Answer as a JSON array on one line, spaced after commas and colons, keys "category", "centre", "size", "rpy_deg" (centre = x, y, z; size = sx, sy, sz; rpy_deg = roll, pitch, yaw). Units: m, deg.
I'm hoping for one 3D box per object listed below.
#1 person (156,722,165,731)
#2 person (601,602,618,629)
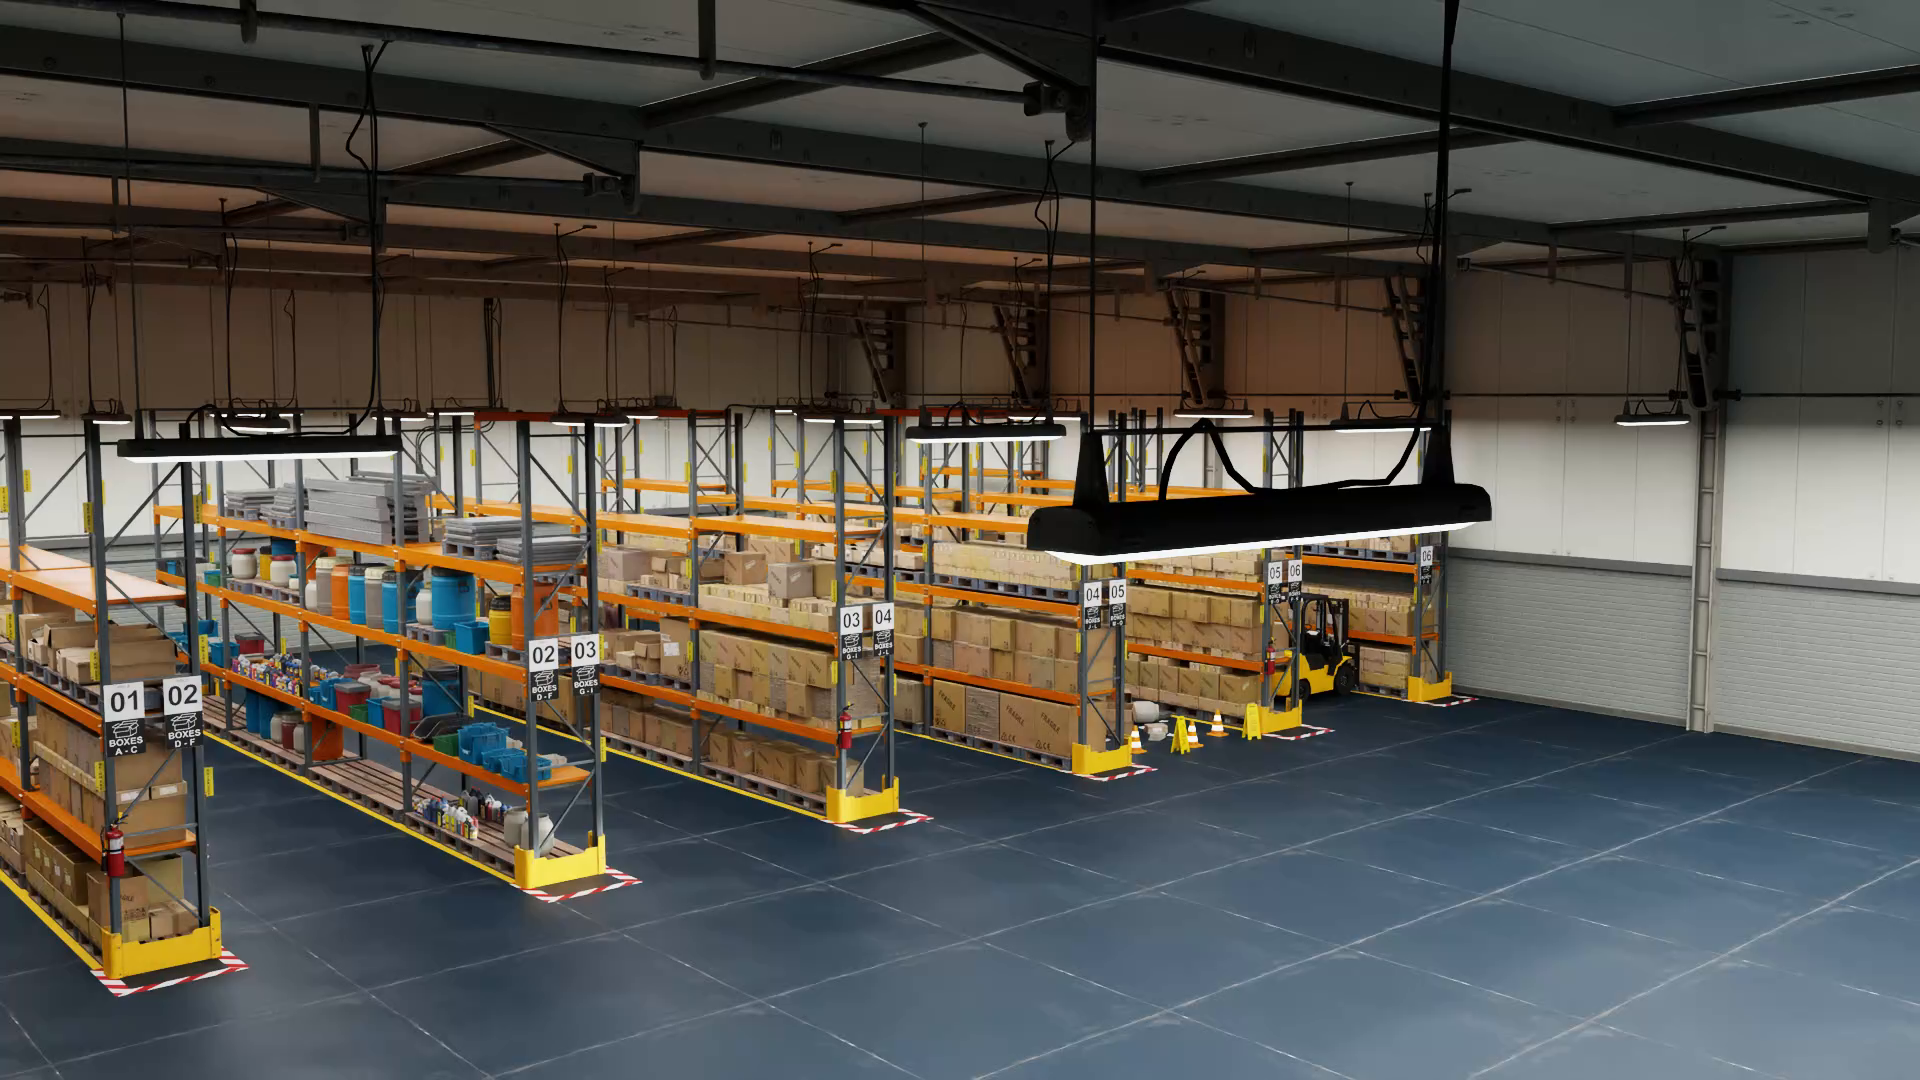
[{"category": "person", "centre": [-14.289, 2.846, 29.960], "size": [0.452, 1.800, 0.614], "rpy_deg": [2, 5, 21]}, {"category": "person", "centre": [-7.862, 2.126, 37.630], "size": [0.632, 1.781, 0.449], "rpy_deg": [5, 7, 44]}]
